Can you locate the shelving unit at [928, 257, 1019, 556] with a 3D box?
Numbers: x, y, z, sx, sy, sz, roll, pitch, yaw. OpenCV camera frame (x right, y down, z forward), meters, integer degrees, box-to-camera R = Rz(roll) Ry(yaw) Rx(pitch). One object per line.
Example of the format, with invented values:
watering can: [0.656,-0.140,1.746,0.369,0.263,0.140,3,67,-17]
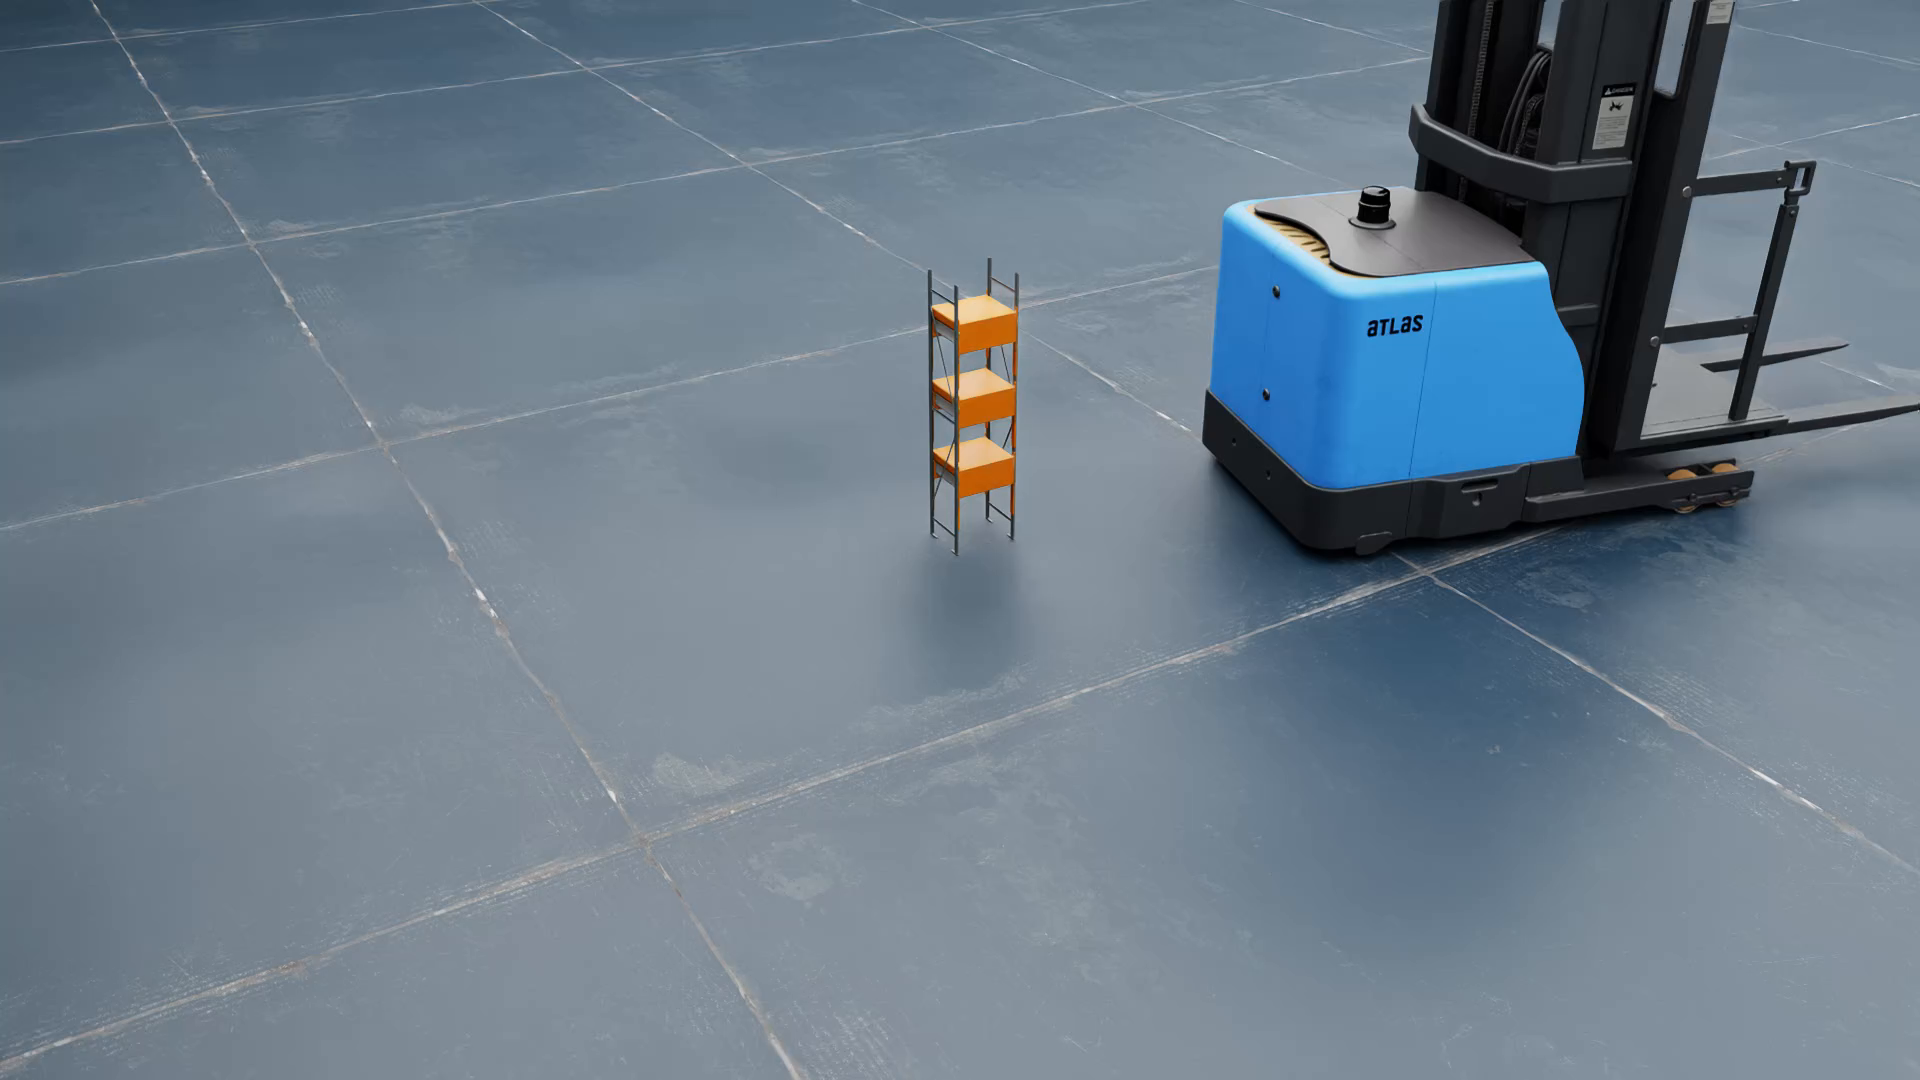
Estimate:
shelving unit: [0.046,-0.473,6.020,0.252,1.050,0.215,-16,33,-26]

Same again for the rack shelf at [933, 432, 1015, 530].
rack shelf: [0.046,-0.220,6.159,0.240,0.259,0.215,-16,33,-26]

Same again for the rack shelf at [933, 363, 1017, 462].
rack shelf: [0.046,-0.463,6.025,0.240,0.259,0.215,-16,33,-26]

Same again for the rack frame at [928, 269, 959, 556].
rack frame: [-0.059,-0.443,5.966,0.008,1.050,0.200,-16,33,-26]

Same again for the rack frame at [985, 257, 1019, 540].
rack frame: [0.151,-0.503,6.074,0.008,1.050,0.200,-16,33,-26]

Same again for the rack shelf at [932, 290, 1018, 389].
rack shelf: [0.046,-0.712,5.888,0.240,0.259,0.215,-16,33,-26]

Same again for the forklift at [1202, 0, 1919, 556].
forklift: [2.570,-1.622,6.156,3.031,2.935,1.130,-8,30,-14]
